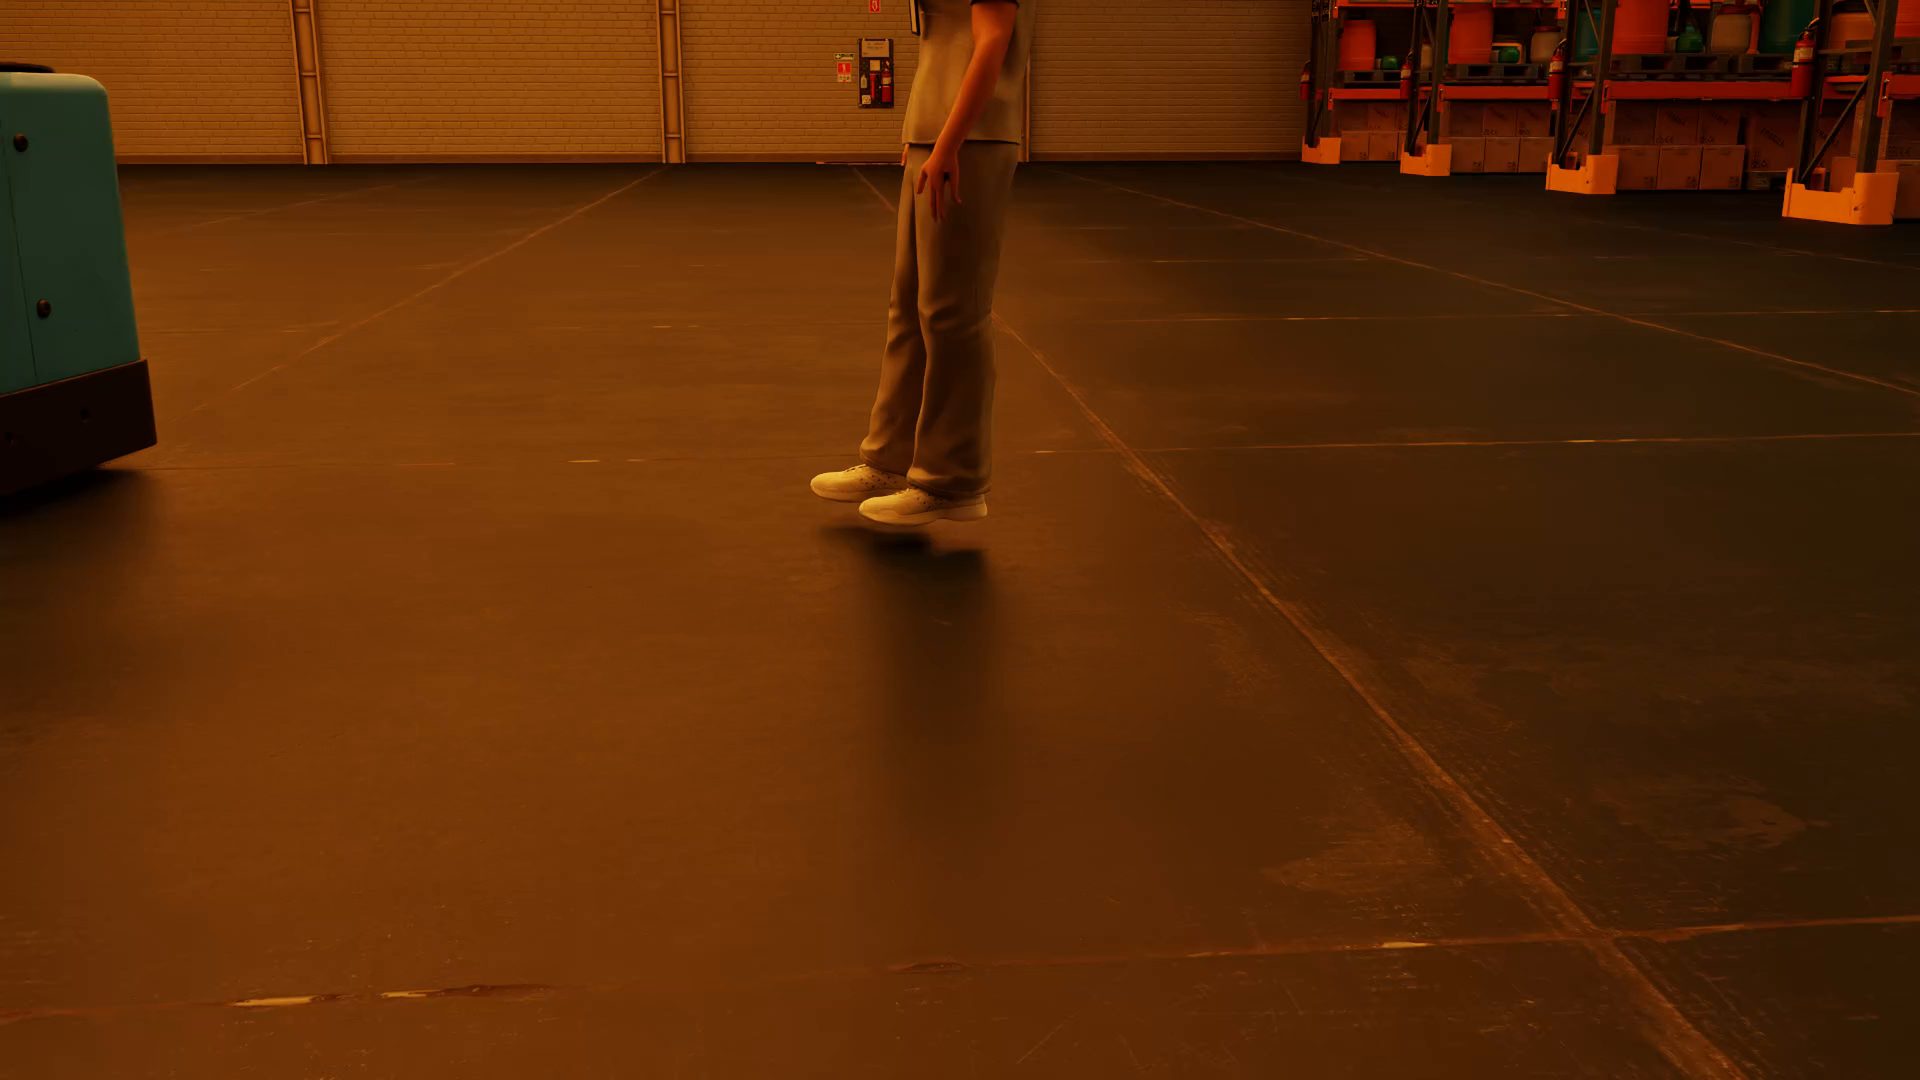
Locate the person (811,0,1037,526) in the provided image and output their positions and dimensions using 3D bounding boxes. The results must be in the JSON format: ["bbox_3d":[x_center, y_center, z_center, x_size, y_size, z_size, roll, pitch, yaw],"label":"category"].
[{"bbox_3d":[-0.075,-0.858,3.717,0.547,1.673,0.549,-1,15,-5],"label":"person"}]

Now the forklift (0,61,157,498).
[{"bbox_3d":[-3.812,-1.548,4.059,3.031,2.935,1.130,2,15,7],"label":"forklift"}]
